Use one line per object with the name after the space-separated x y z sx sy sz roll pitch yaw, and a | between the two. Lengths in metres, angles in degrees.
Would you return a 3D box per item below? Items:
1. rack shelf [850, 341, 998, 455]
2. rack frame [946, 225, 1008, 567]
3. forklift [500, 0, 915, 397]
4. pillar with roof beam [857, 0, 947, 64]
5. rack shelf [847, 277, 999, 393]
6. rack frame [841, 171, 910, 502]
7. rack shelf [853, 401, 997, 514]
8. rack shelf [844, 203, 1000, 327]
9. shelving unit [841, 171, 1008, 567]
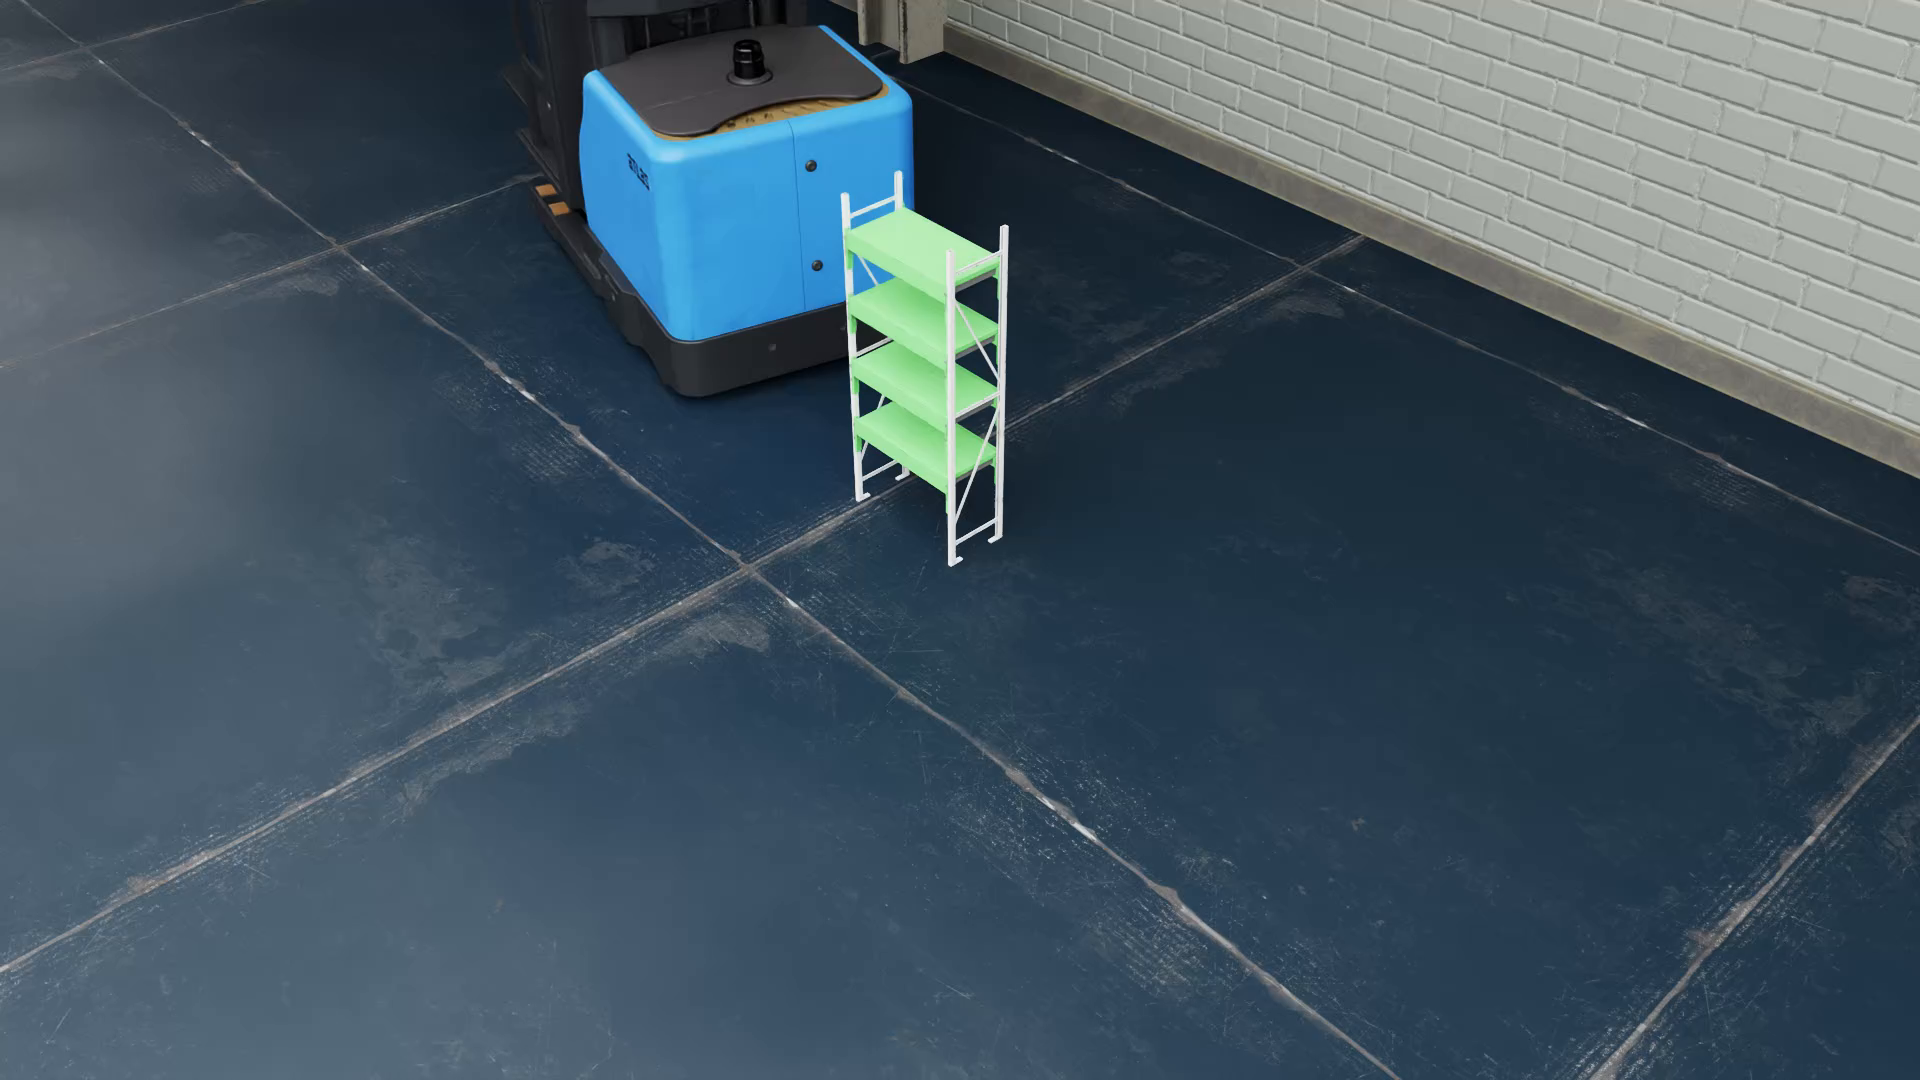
-0.112 -0.494 5.508 0.258 0.148 0.480 -30 48 -32 | rack shelf
0.053 -0.430 5.328 0.240 1.200 0.015 -30 48 -32 | rack frame
-1.295 -2.597 6.633 1.130 2.935 3.031 -19 42 -21 | forklift
-3.482 -4.375 4.005 9.100 9.000 0.400 -30 48 -32 | pillar with roof beam
-0.112 -0.680 5.357 0.258 0.148 0.480 -30 48 -32 | rack shelf
-0.277 -0.656 5.608 0.240 1.200 0.015 -30 48 -32 | rack frame
-0.112 -0.307 5.659 0.258 0.148 0.480 -30 48 -32 | rack shelf
-0.112 -0.867 5.206 0.258 0.148 0.480 -30 48 -32 | rack shelf
-0.112 -0.543 5.468 0.258 1.200 0.503 -30 48 -32 | shelving unit
